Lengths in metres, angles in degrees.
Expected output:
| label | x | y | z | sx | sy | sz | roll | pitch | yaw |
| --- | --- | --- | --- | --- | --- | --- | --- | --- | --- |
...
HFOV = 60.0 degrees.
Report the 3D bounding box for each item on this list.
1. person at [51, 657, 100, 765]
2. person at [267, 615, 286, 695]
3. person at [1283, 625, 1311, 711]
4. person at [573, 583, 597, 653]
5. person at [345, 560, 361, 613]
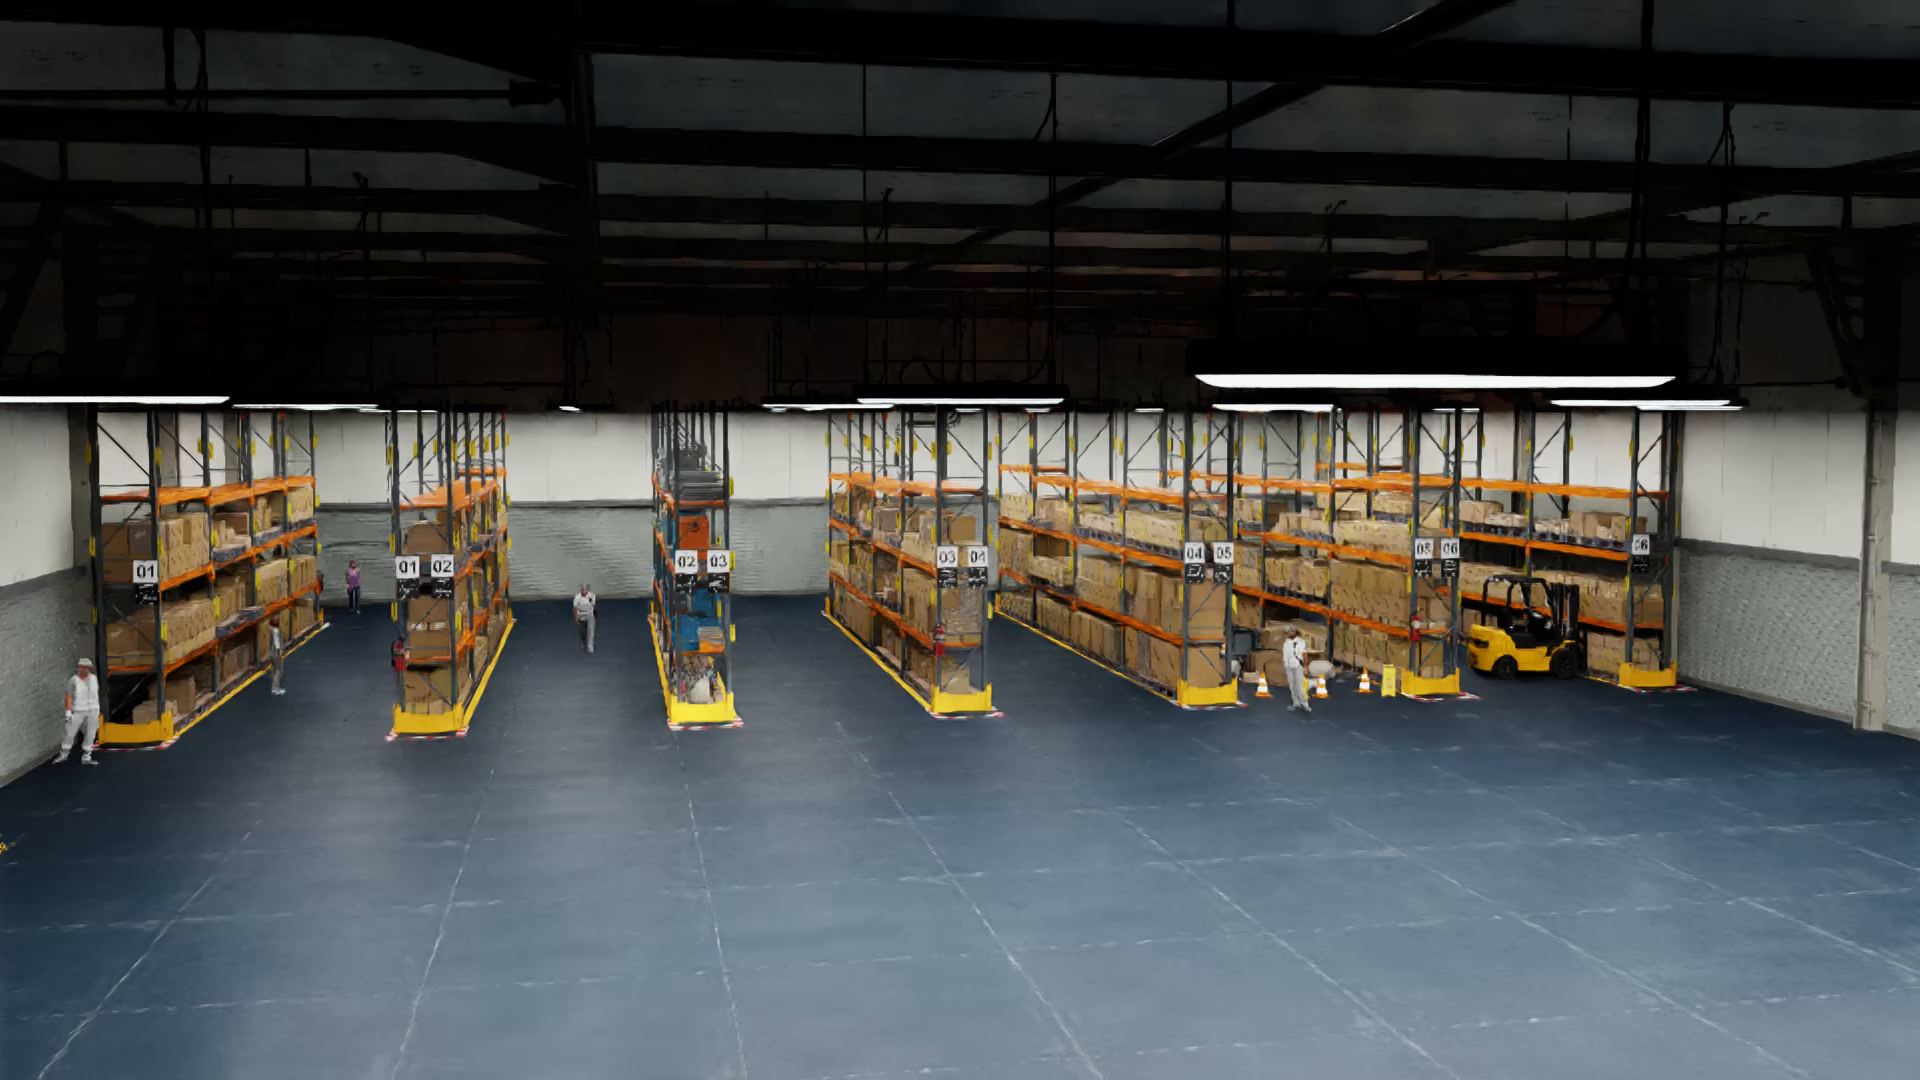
| label | x | y | z | sx | sy | sz | roll | pitch | yaw |
| --- | --- | --- | --- | --- | --- | --- | --- | --- | --- |
| person | -14.375 | 2.795 | 27.056 | 0.531 | 1.780 | 0.739 | 4 | 6 | 39 |
| person | -14.038 | 2.367 | 34.151 | 0.350 | 1.641 | 0.477 | -4 | 6 | -39 |
| person | 6.498 | 2.466 | 32.140 | 0.404 | 1.658 | 0.598 | -4 | 6 | -39 |
| person | -9.036 | 1.851 | 40.063 | 0.542 | 1.675 | 1.126 | -1 | 4 | -9 |
| person | -17.504 | 1.330 | 47.964 | 0.412 | 1.533 | 0.955 | -2 | 5 | -20 |
